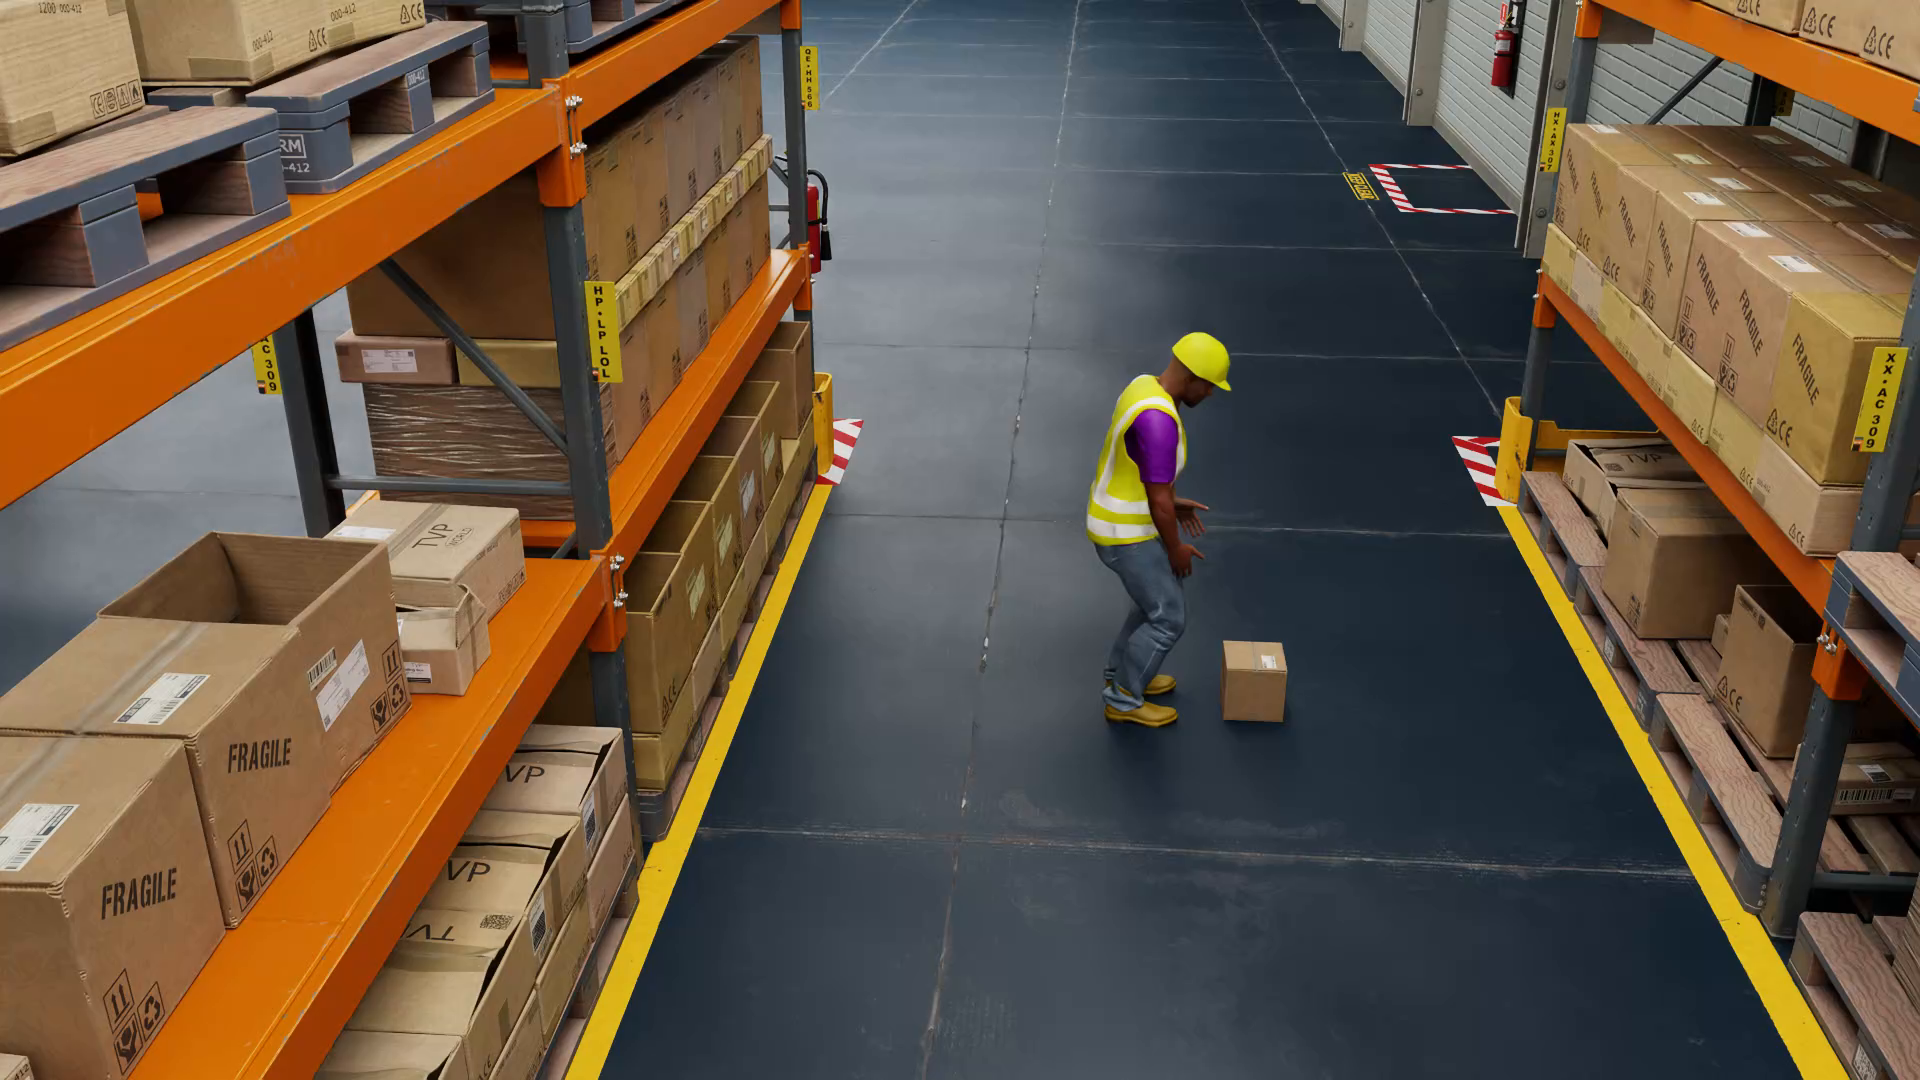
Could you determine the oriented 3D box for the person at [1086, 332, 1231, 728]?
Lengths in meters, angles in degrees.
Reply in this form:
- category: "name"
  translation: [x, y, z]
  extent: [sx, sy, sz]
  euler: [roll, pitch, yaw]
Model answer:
- category: "person"
  translation: [0.797, -0.059, 6.854]
  extent: [0.554, 1.647, 0.608]
  euler: [2, 24, 5]
